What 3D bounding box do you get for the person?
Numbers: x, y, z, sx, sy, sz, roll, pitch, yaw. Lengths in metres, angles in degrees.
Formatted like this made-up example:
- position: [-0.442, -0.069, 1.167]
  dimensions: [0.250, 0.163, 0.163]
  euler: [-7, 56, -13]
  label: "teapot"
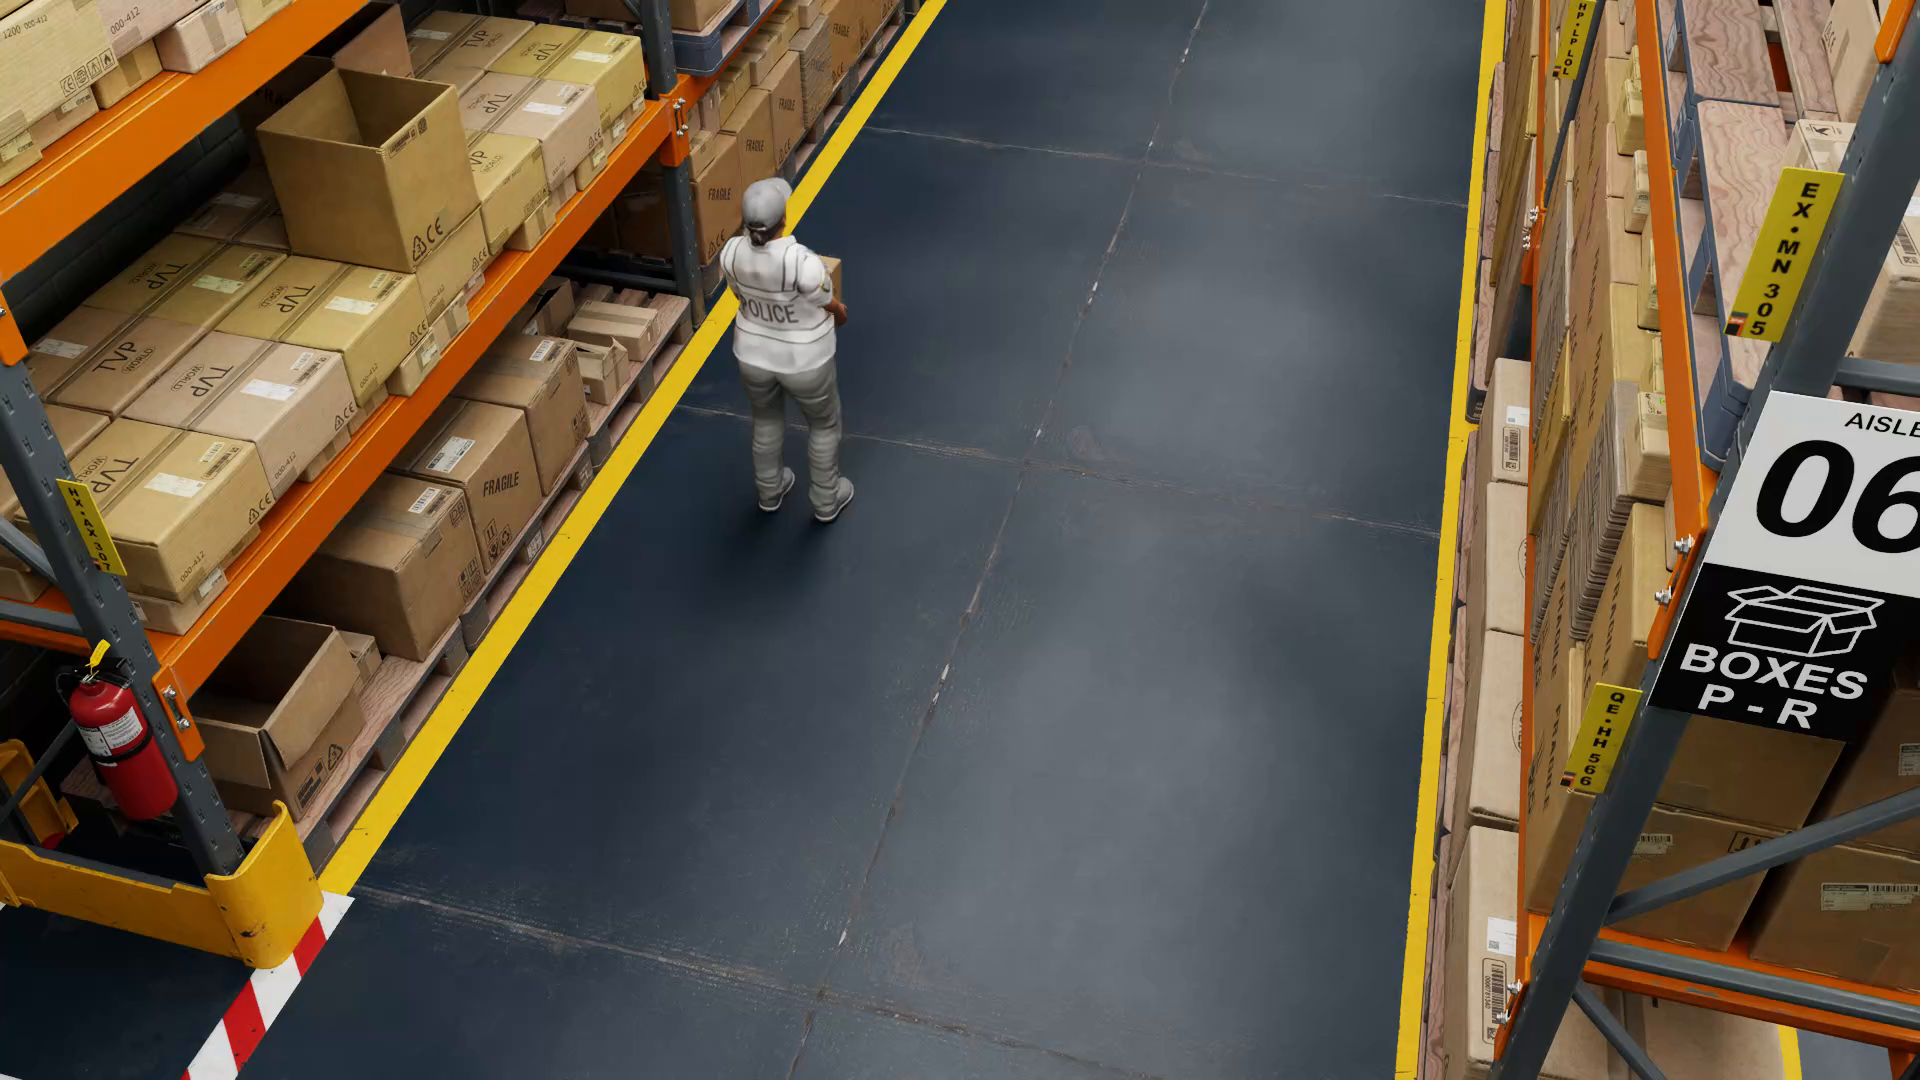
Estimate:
- position: [-0.716, -0.832, 7.105]
  dimensions: [0.457, 1.662, 0.532]
  euler: [13, 43, 15]
  label: "person"
